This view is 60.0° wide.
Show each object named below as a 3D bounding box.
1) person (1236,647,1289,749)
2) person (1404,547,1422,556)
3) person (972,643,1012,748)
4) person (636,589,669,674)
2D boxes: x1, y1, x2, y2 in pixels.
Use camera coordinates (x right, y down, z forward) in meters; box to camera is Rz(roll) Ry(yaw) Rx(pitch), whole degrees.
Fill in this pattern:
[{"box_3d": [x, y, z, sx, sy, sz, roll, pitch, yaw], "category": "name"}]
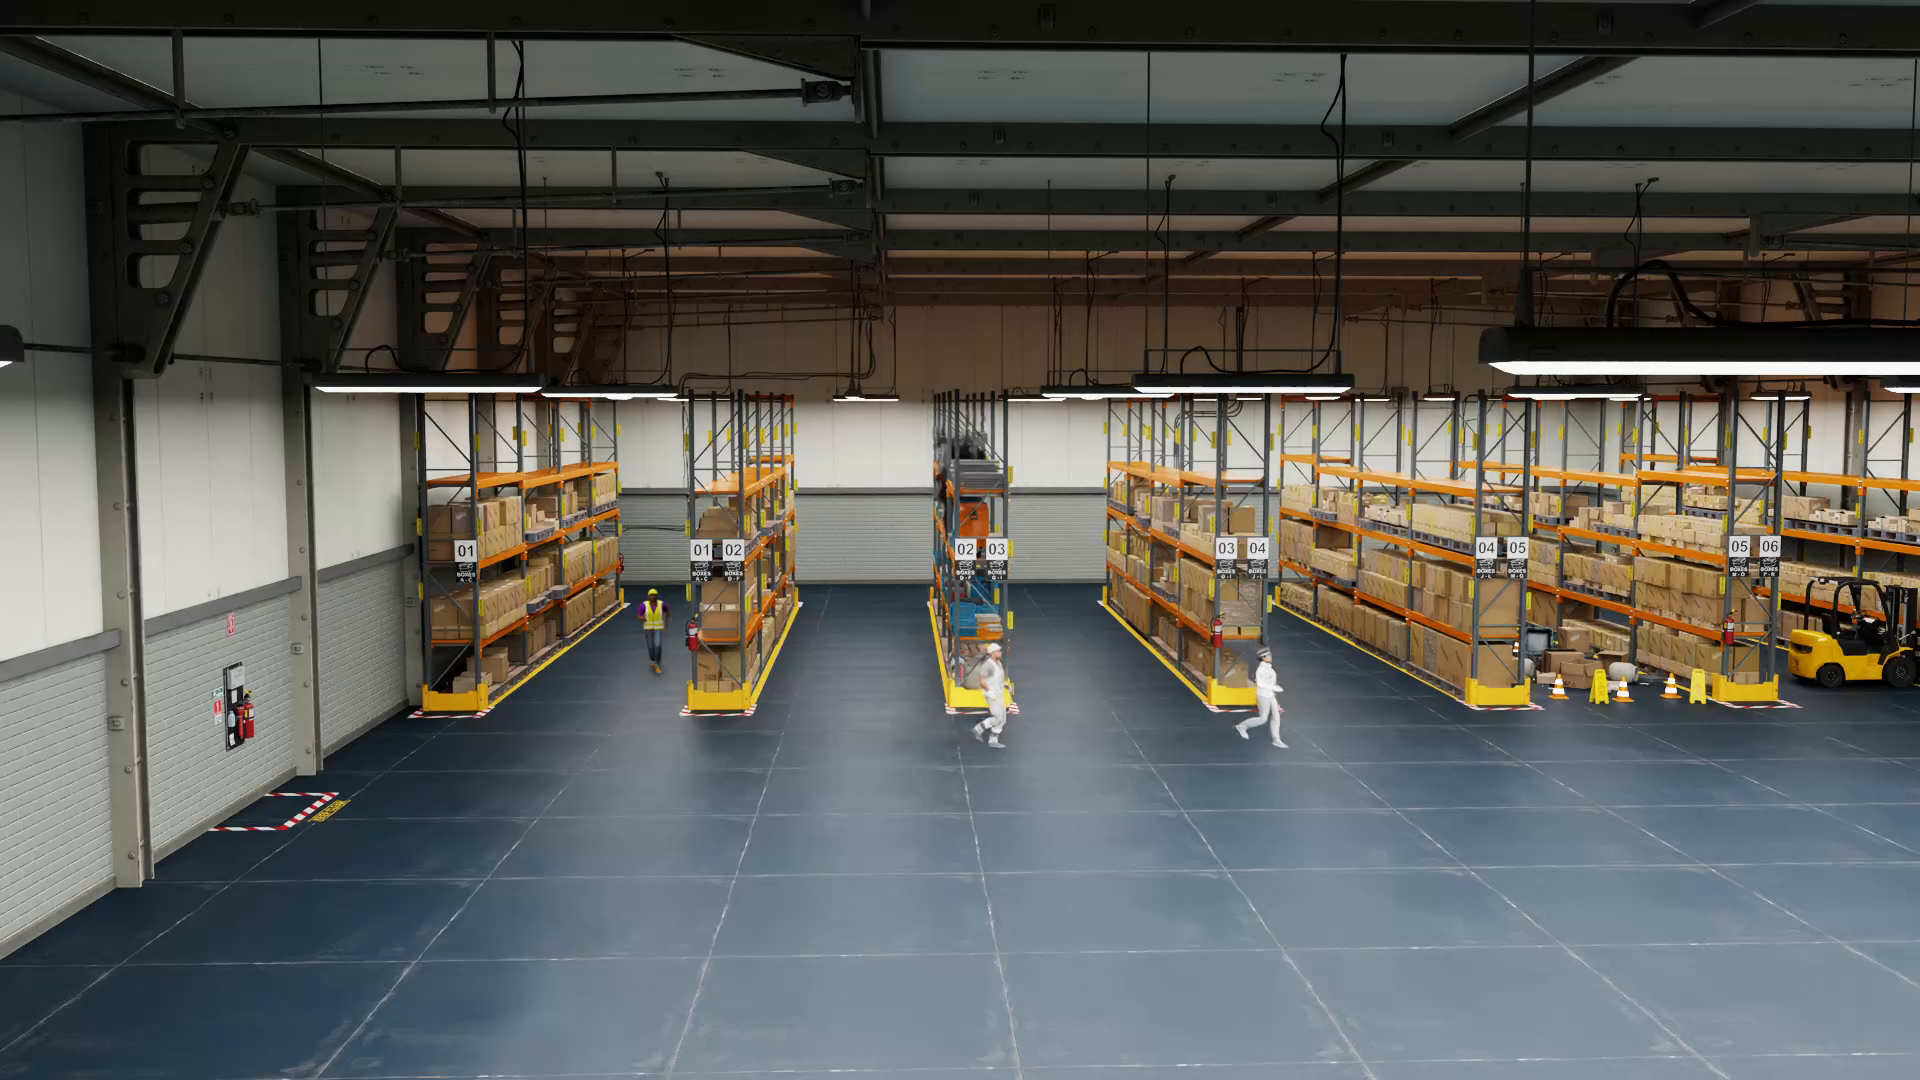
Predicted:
[{"box_3d": [5.068, 2.626, 27.785, 0.882, 1.696, 0.617, 2, 5, 24], "category": "person"}, {"box_3d": [13.370, 0.812, 49.326, 0.948, 1.818, 0.714, 0, 5, 1], "category": "person"}, {"box_3d": [0.526, 2.590, 27.752, 0.593, 1.756, 0.678, 2, 5, 22], "category": "person"}, {"box_3d": [-6.586, 1.948, 35.635, 0.674, 1.827, 0.773, 0, 5, -6], "category": "person"}]
